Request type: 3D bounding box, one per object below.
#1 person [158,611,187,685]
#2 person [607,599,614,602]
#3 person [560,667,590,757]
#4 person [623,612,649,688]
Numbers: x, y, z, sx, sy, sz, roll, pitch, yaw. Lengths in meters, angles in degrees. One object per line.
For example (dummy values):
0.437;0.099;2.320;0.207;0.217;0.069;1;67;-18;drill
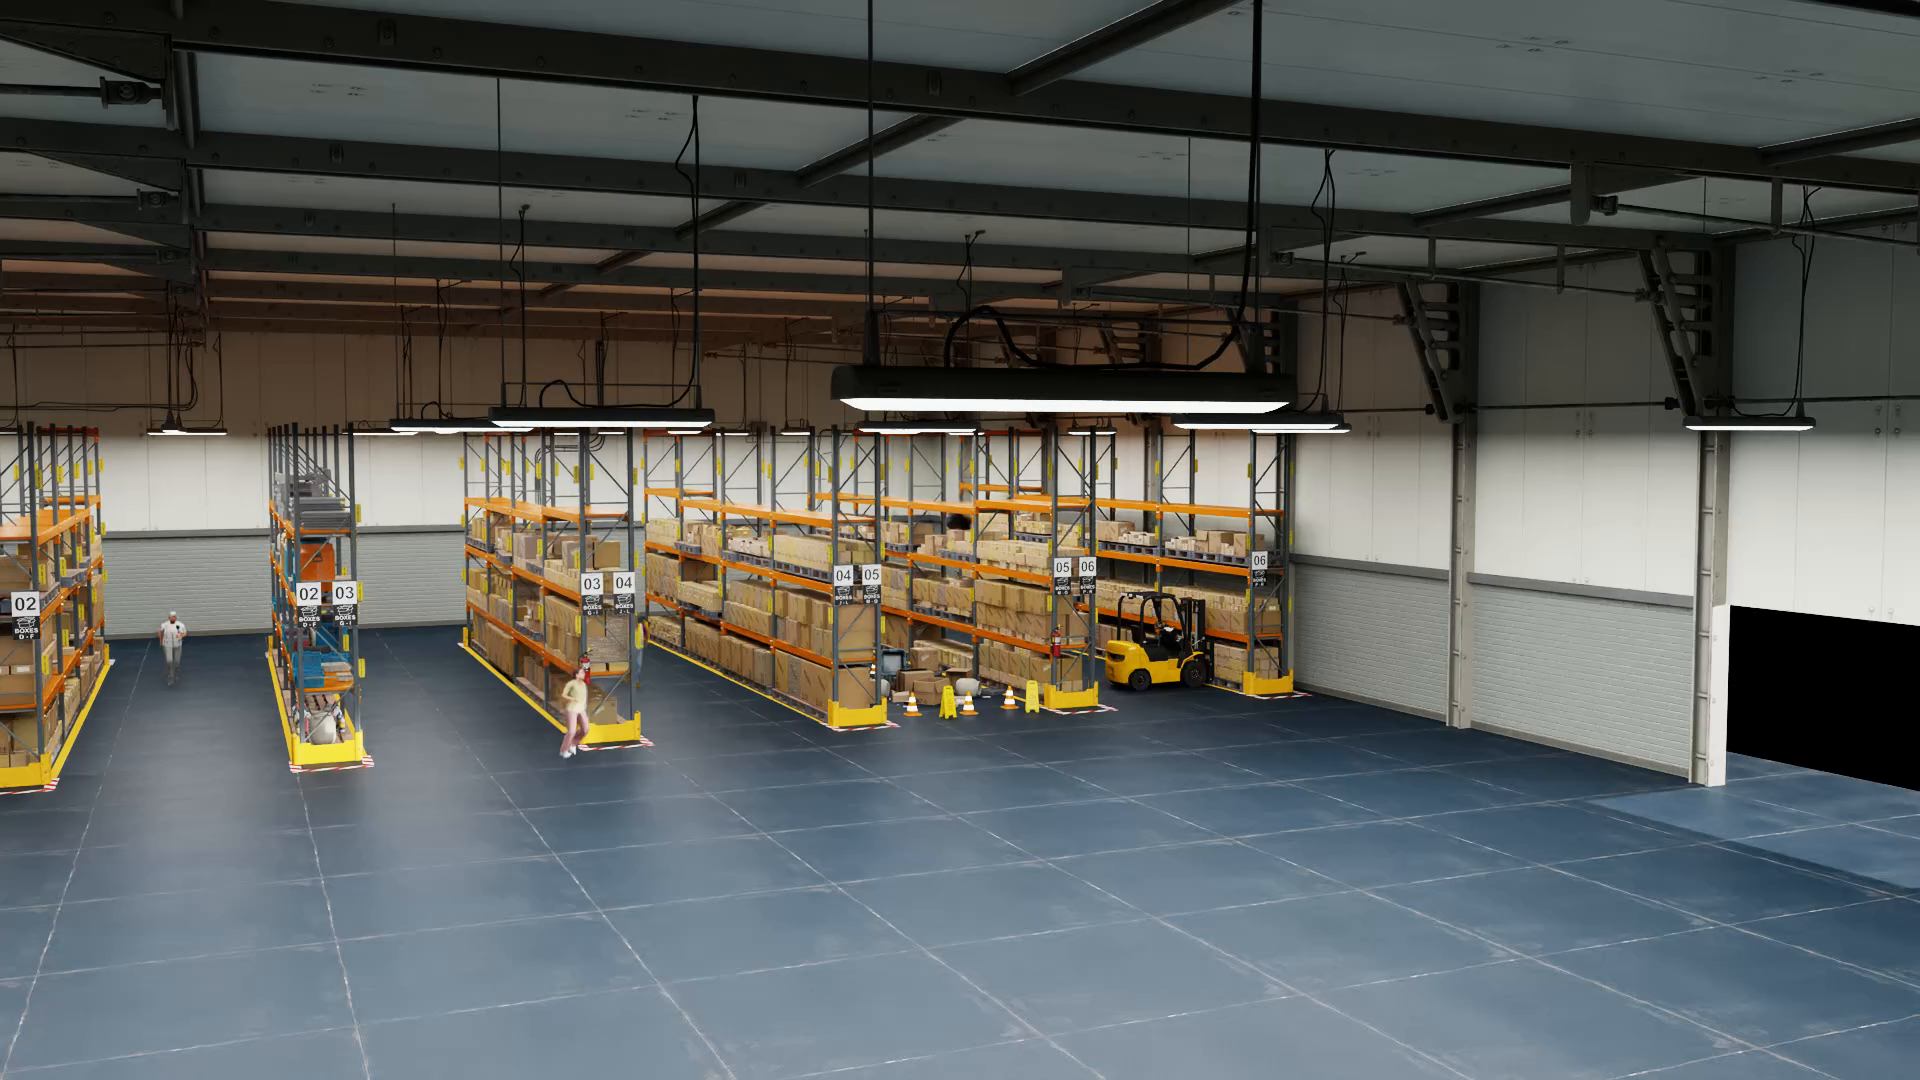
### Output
-18.410;2.524;38.905;0.573;1.725;0.807;-2;4;-32;person
-10.058;2.069;46.956;0.631;1.643;0.855;0;3;3;person
-6.880;3.083;29.982;0.524;1.604;0.587;3;5;42;person
-7.510;2.516;38.326;0.727;1.756;0.735;-2;4;-30;person
